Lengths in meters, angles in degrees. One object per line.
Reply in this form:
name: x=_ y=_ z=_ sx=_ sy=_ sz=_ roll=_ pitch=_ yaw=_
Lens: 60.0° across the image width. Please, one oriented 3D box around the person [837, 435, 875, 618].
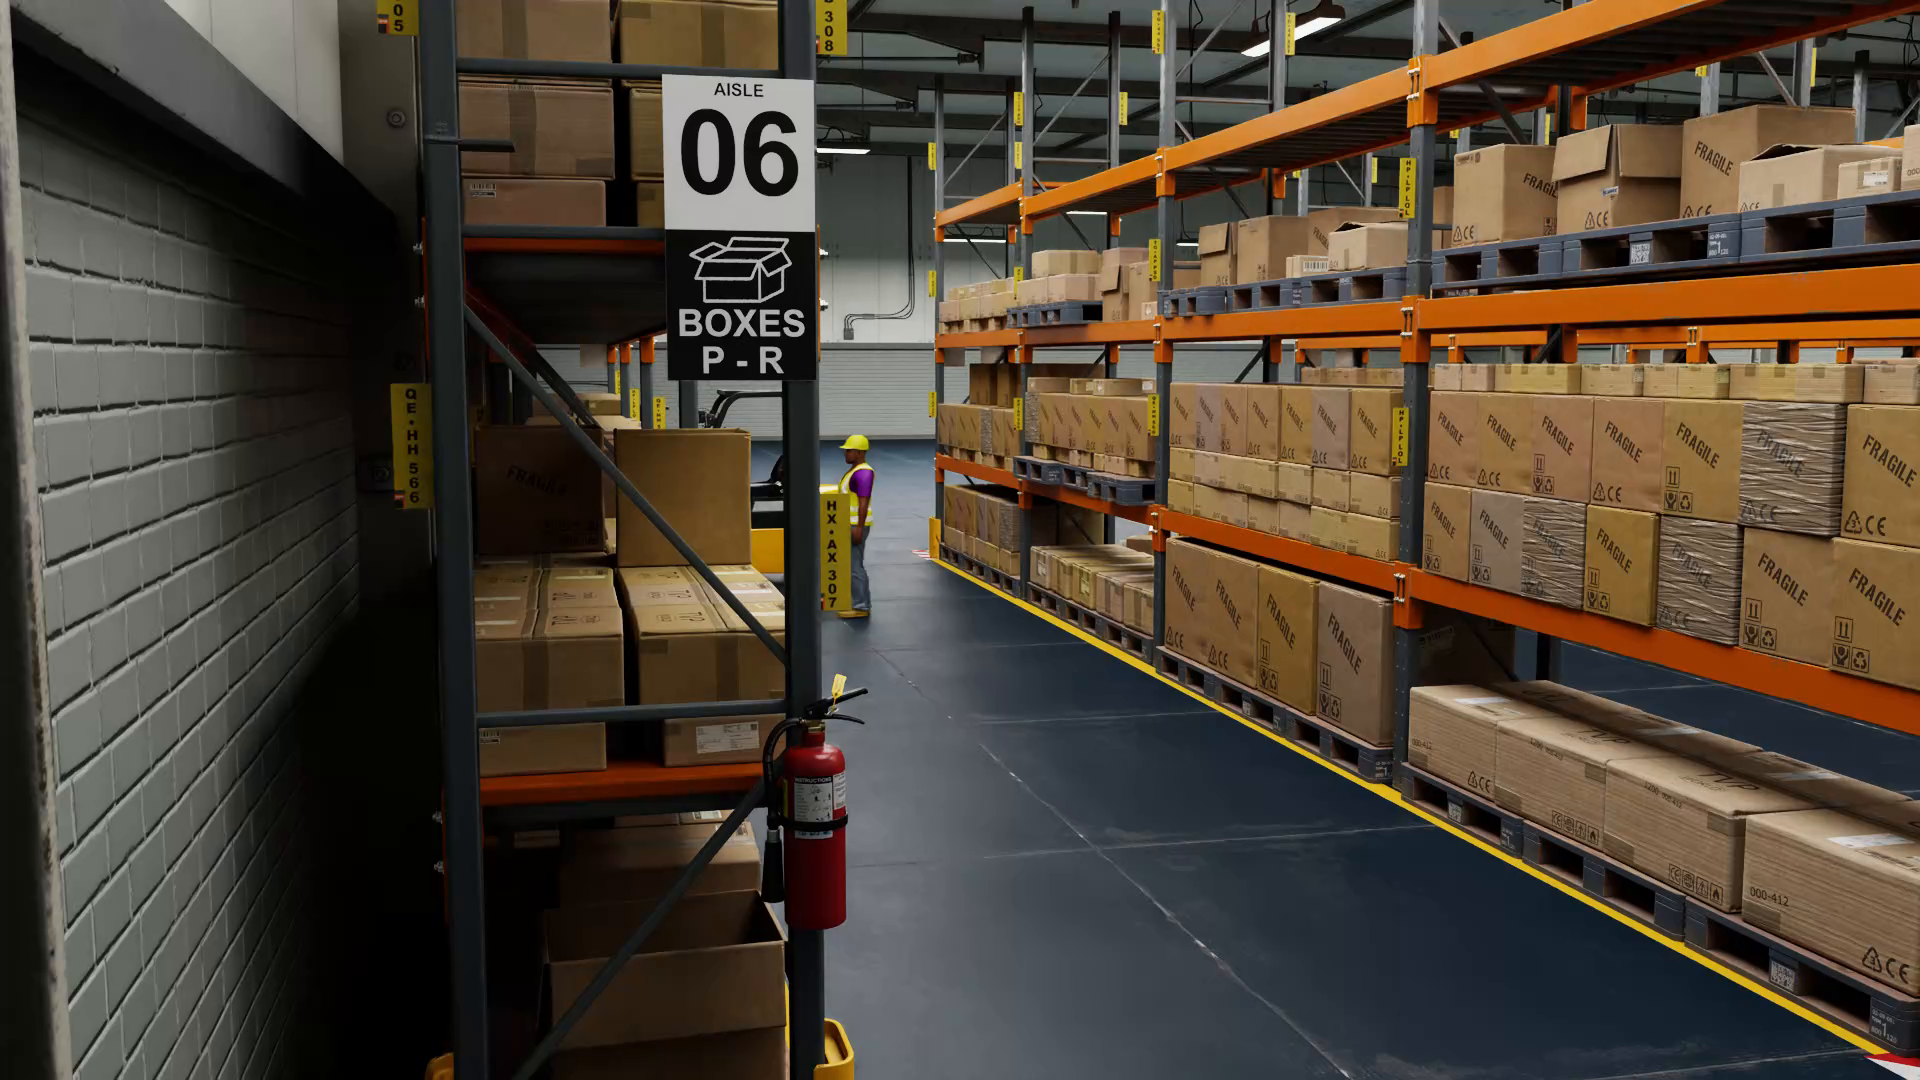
person: x=-1.025 y=-0.136 z=16.142 sx=0.381 sy=1.761 sz=0.564 roll=-1 pitch=6 yaw=-12
